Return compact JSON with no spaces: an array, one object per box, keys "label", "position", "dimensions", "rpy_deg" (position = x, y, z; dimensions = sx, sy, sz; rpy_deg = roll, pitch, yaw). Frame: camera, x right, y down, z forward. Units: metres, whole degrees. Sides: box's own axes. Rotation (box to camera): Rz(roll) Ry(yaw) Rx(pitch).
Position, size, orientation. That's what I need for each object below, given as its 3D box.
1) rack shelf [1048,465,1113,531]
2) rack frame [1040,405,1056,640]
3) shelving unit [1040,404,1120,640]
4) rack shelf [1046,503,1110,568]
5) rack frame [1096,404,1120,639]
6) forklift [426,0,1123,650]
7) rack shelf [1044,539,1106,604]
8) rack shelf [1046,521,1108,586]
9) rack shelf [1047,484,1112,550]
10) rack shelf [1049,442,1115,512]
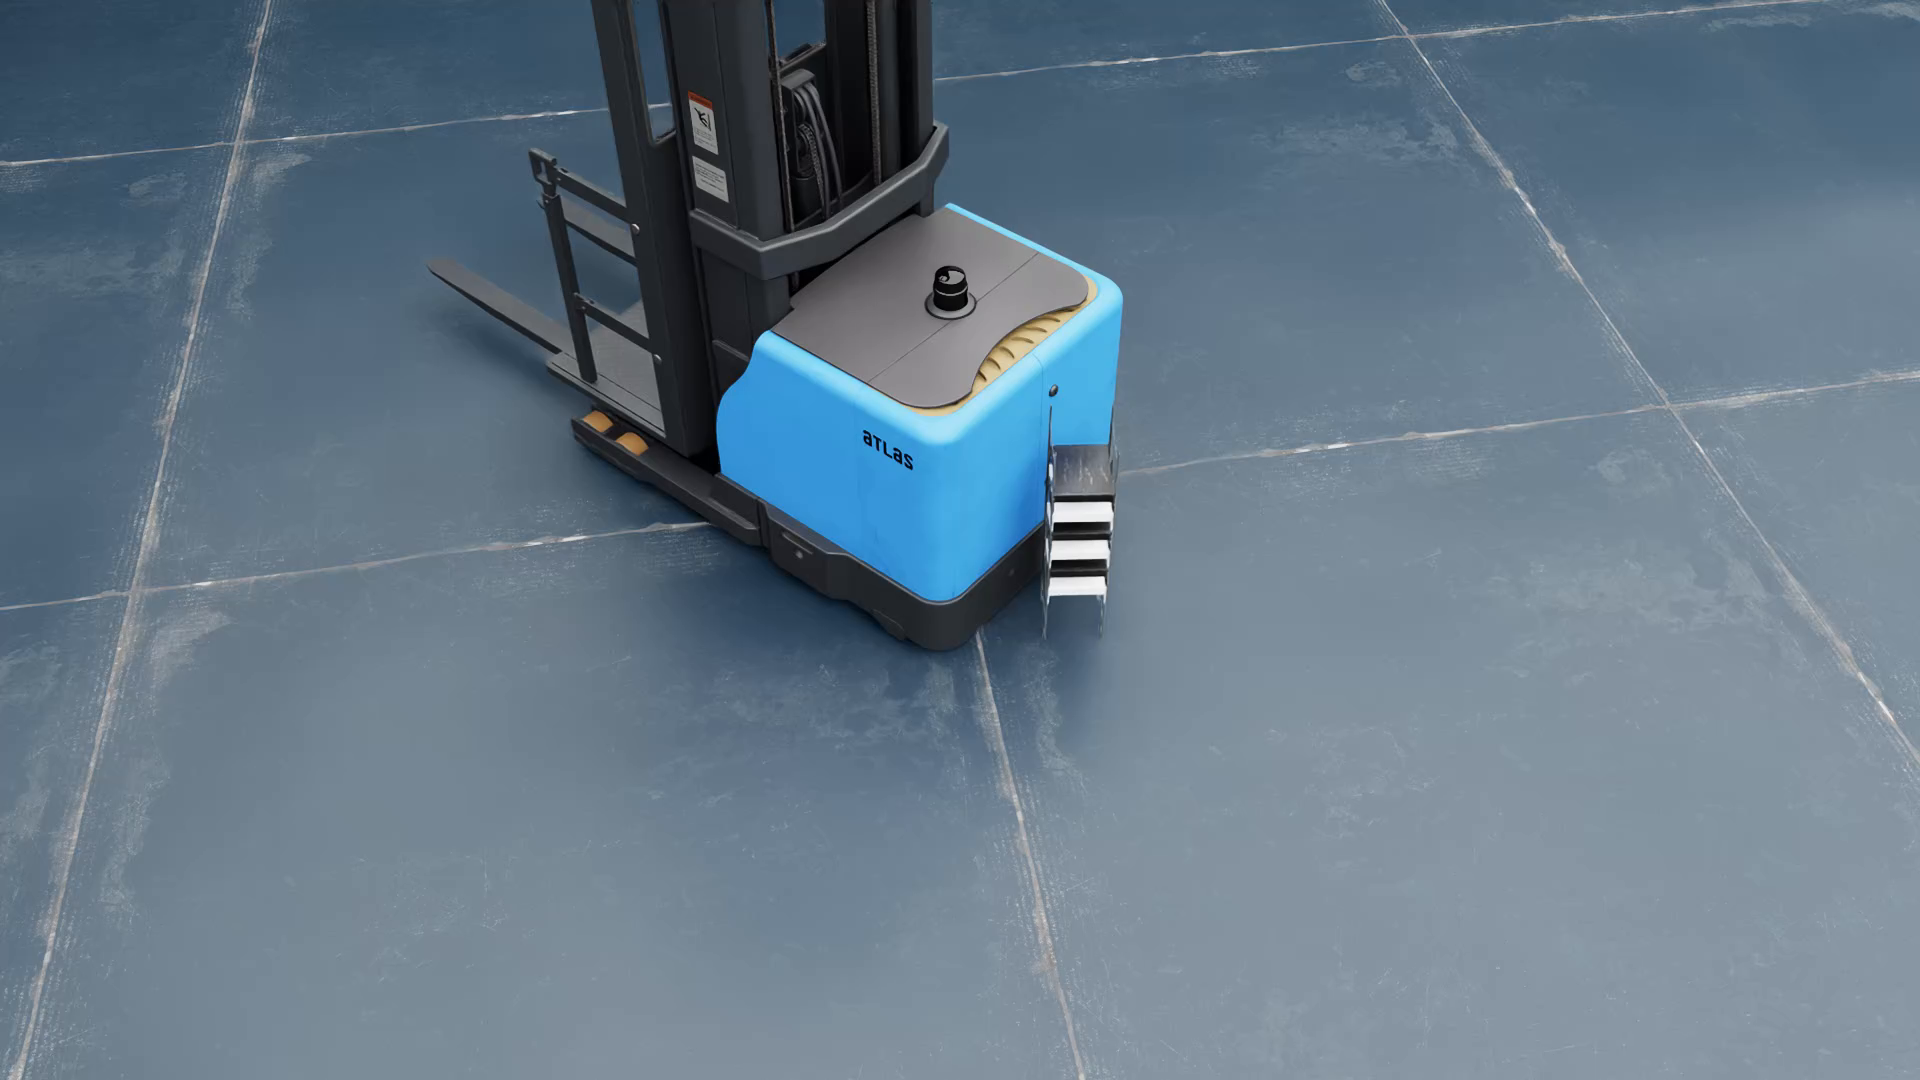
[{"label":"rack shelf","position":[0.400,-0.146,5.562],"dimensions":[0.200,0.077,0.258],"rpy_deg":[-1,46,-1]},{"label":"rack frame","position":[0.299,-0.043,5.666],"dimensions":[0.006,0.900,0.240],"rpy_deg":[-1,46,-1]},{"label":"shelving unit","position":[0.400,-0.044,5.668],"dimensions":[0.210,0.900,0.258],"rpy_deg":[-1,46,-1]},{"label":"rack shelf","position":[0.400,-0.021,5.692],"dimensions":[0.200,0.077,0.258],"rpy_deg":[-1,46,-1]},{"label":"rack frame","position":[0.502,-0.046,5.670],"dimensions":[0.006,0.900,0.240],"rpy_deg":[-1,46,-1]},{"label":"forklift","position":[-0.894,-1.535,5.693],"dimensions":[3.031,2.935,1.130],"rpy_deg":[31,53,26]},{"label":"rack shelf","position":[0.400,0.104,5.822],"dimensions":[0.200,0.077,0.258],"rpy_deg":[-1,46,-1]},{"label":"rack shelf","position":[0.400,0.041,5.757],"dimensions":[0.200,0.077,0.258],"rpy_deg":[-1,46,-1]},{"label":"rack shelf","position":[0.400,-0.084,5.627],"dimensions":[0.200,0.077,0.258],"rpy_deg":[-1,46,-1]},{"label":"rack shelf","position":[0.400,-0.209,5.497],"dimensions":[0.200,0.077,0.258],"rpy_deg":[-1,46,-1]}]
